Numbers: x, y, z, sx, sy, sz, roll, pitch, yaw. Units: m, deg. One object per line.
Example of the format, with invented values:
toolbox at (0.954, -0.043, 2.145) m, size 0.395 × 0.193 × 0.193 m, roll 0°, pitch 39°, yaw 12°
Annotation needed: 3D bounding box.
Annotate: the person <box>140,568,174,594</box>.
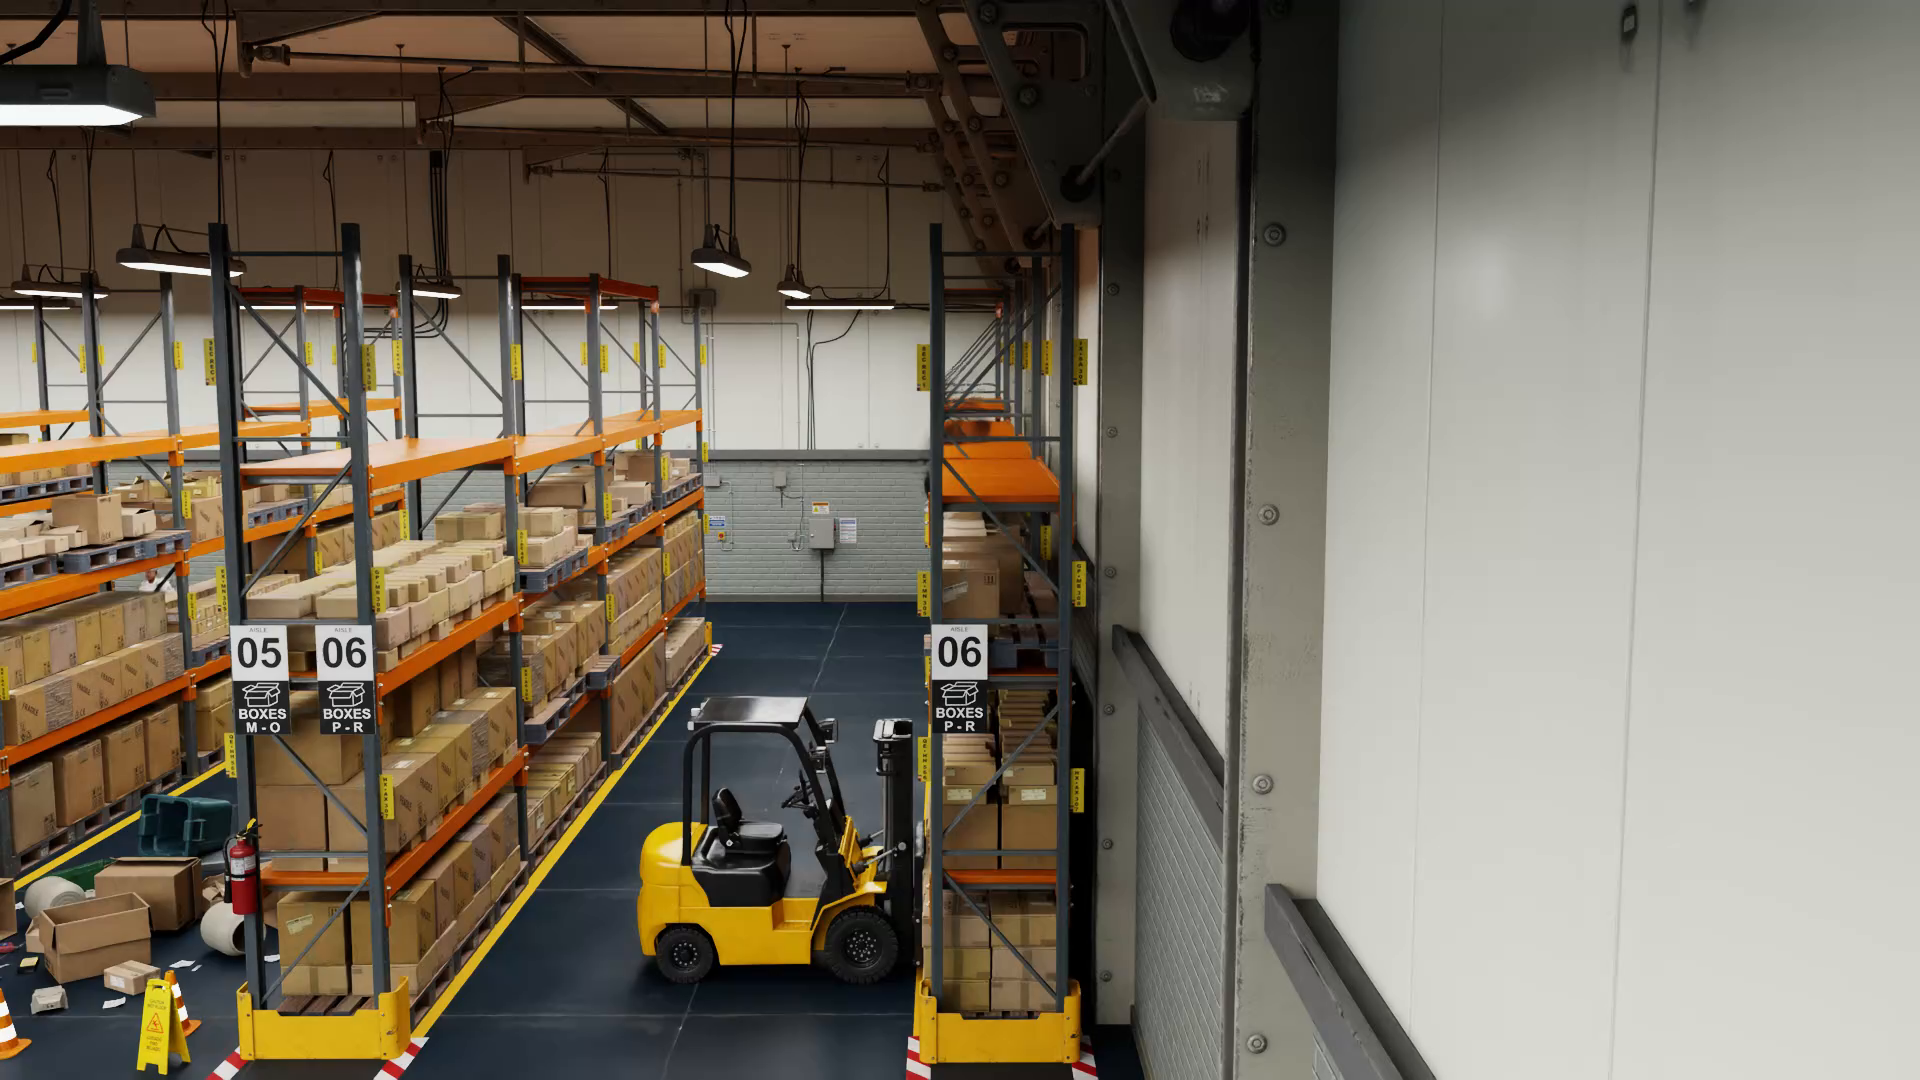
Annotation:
person at (-12.924, 1.230, 26.783) m, size 0.614 × 1.690 × 0.857 m, roll -1°, pitch 7°, yaw -6°
